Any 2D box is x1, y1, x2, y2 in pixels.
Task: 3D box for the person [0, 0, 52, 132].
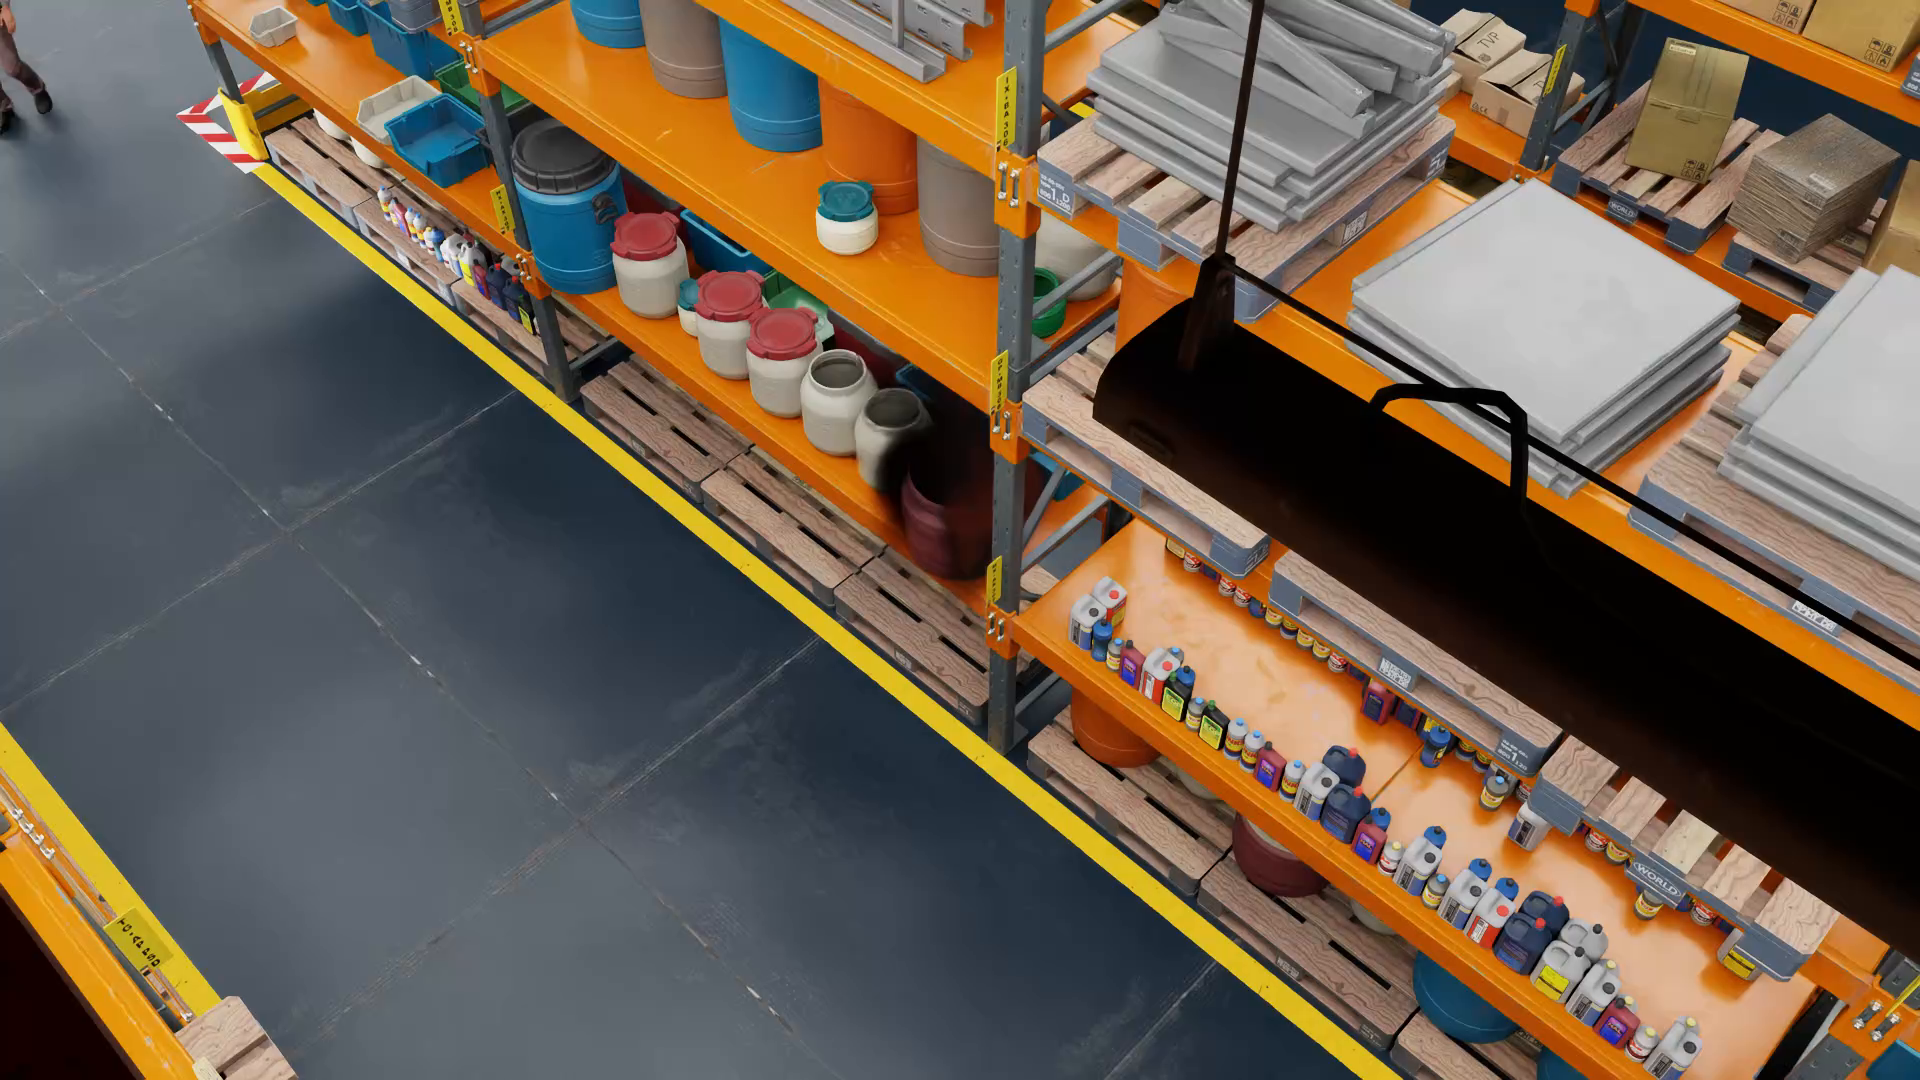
[{"bbox_3d":[-7.480,-3.936,12.614,0.585,1.720,0.535,-5,50,-4],"label":"person"}]
